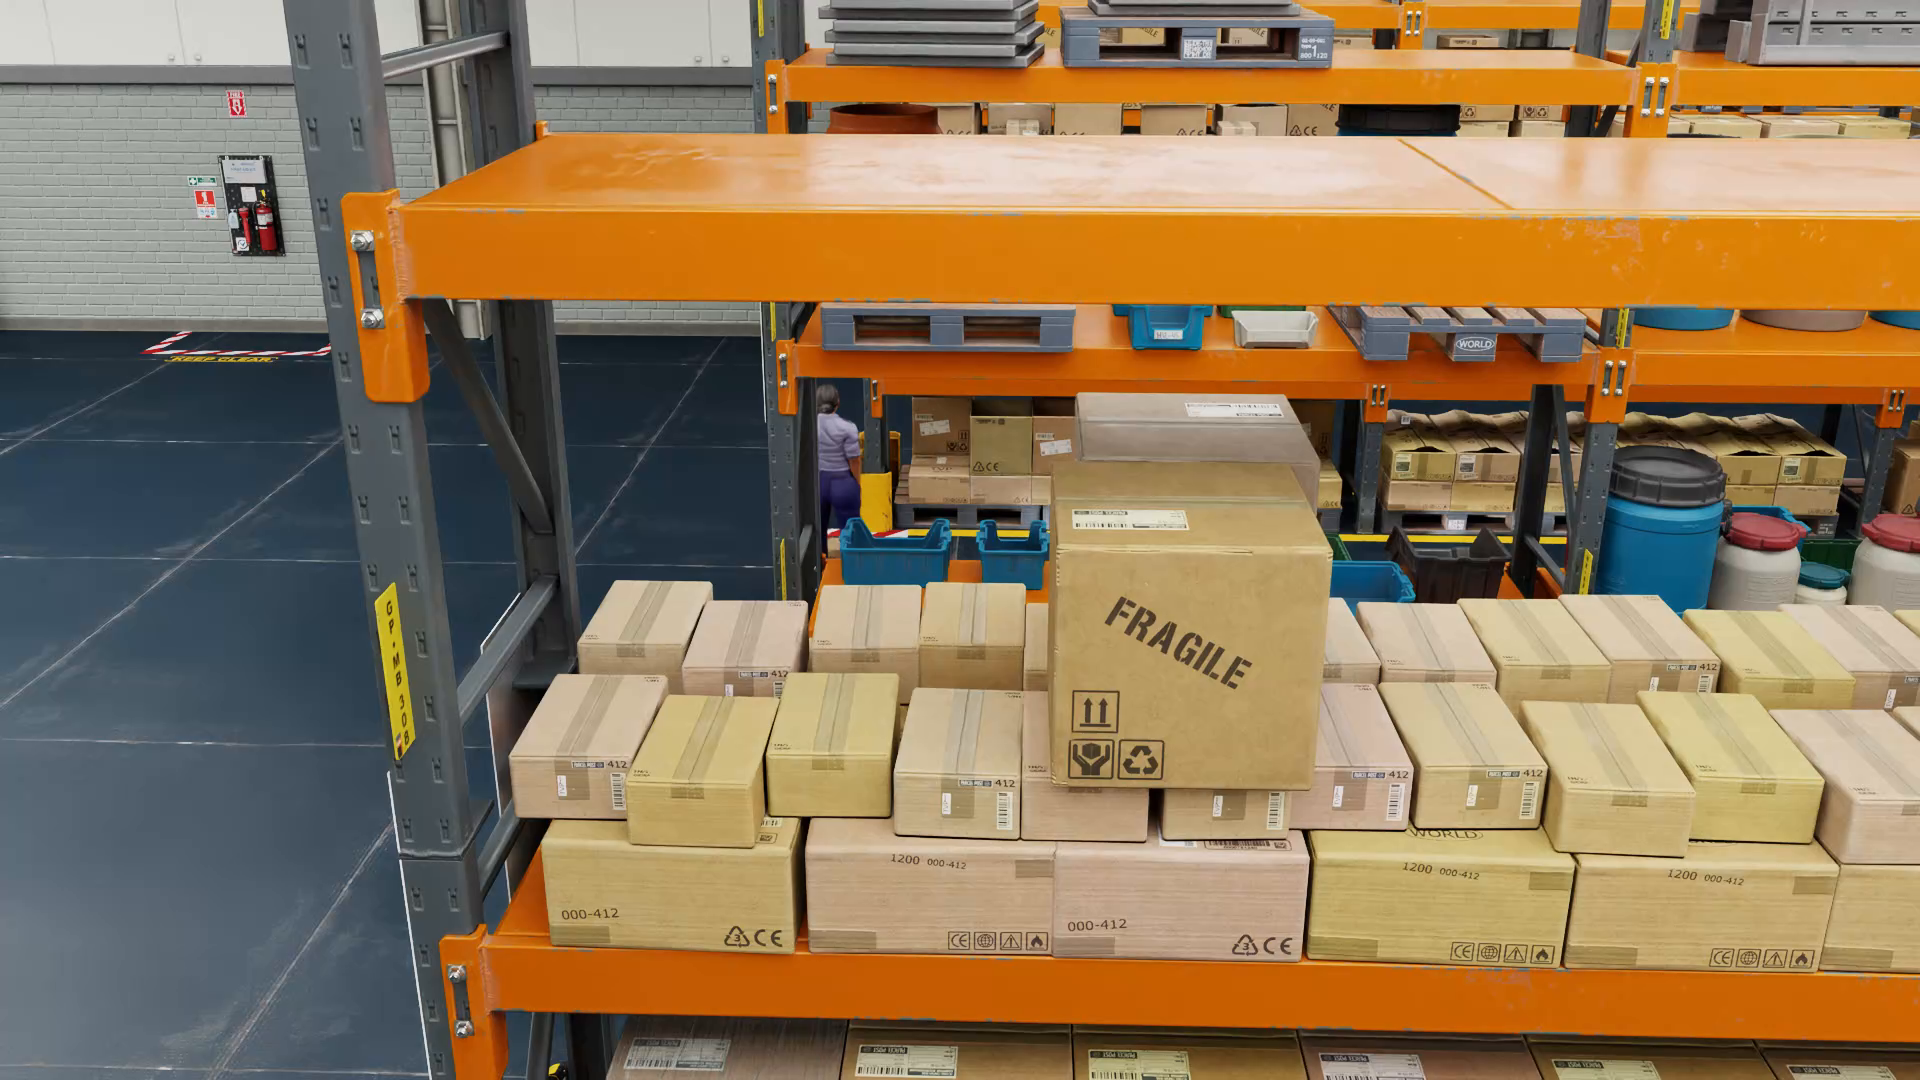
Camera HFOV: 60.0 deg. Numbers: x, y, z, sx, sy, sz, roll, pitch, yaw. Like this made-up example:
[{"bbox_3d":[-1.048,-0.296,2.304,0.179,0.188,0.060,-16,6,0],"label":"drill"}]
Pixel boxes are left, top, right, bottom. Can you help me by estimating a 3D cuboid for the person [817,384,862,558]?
[{"bbox_3d":[-0.936,-0.303,12.010,0.469,1.716,0.408,1,21,3],"label":"person"}]
